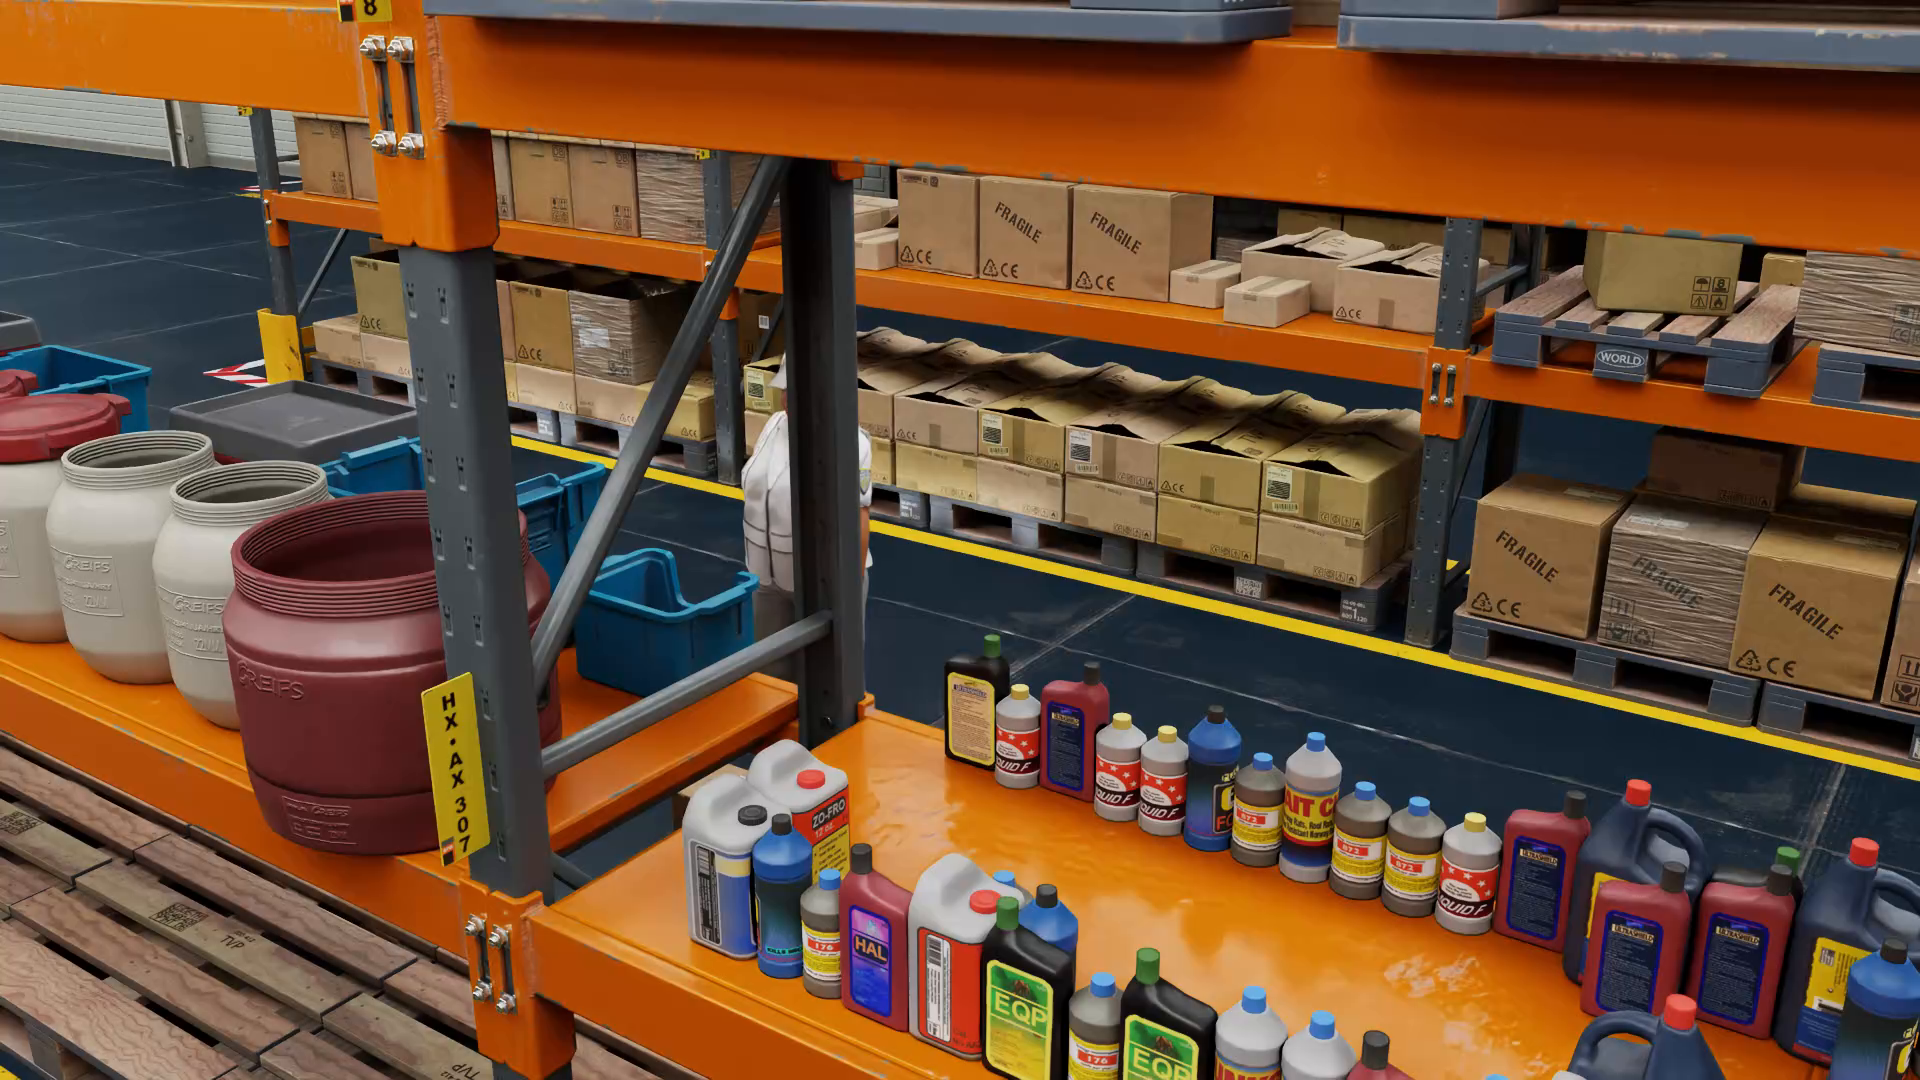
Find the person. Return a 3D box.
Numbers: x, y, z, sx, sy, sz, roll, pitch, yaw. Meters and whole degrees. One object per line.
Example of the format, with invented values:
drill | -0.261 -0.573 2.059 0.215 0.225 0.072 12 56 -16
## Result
person | -0.515 0.149 5.686 0.467 1.669 0.390 14 24 33
